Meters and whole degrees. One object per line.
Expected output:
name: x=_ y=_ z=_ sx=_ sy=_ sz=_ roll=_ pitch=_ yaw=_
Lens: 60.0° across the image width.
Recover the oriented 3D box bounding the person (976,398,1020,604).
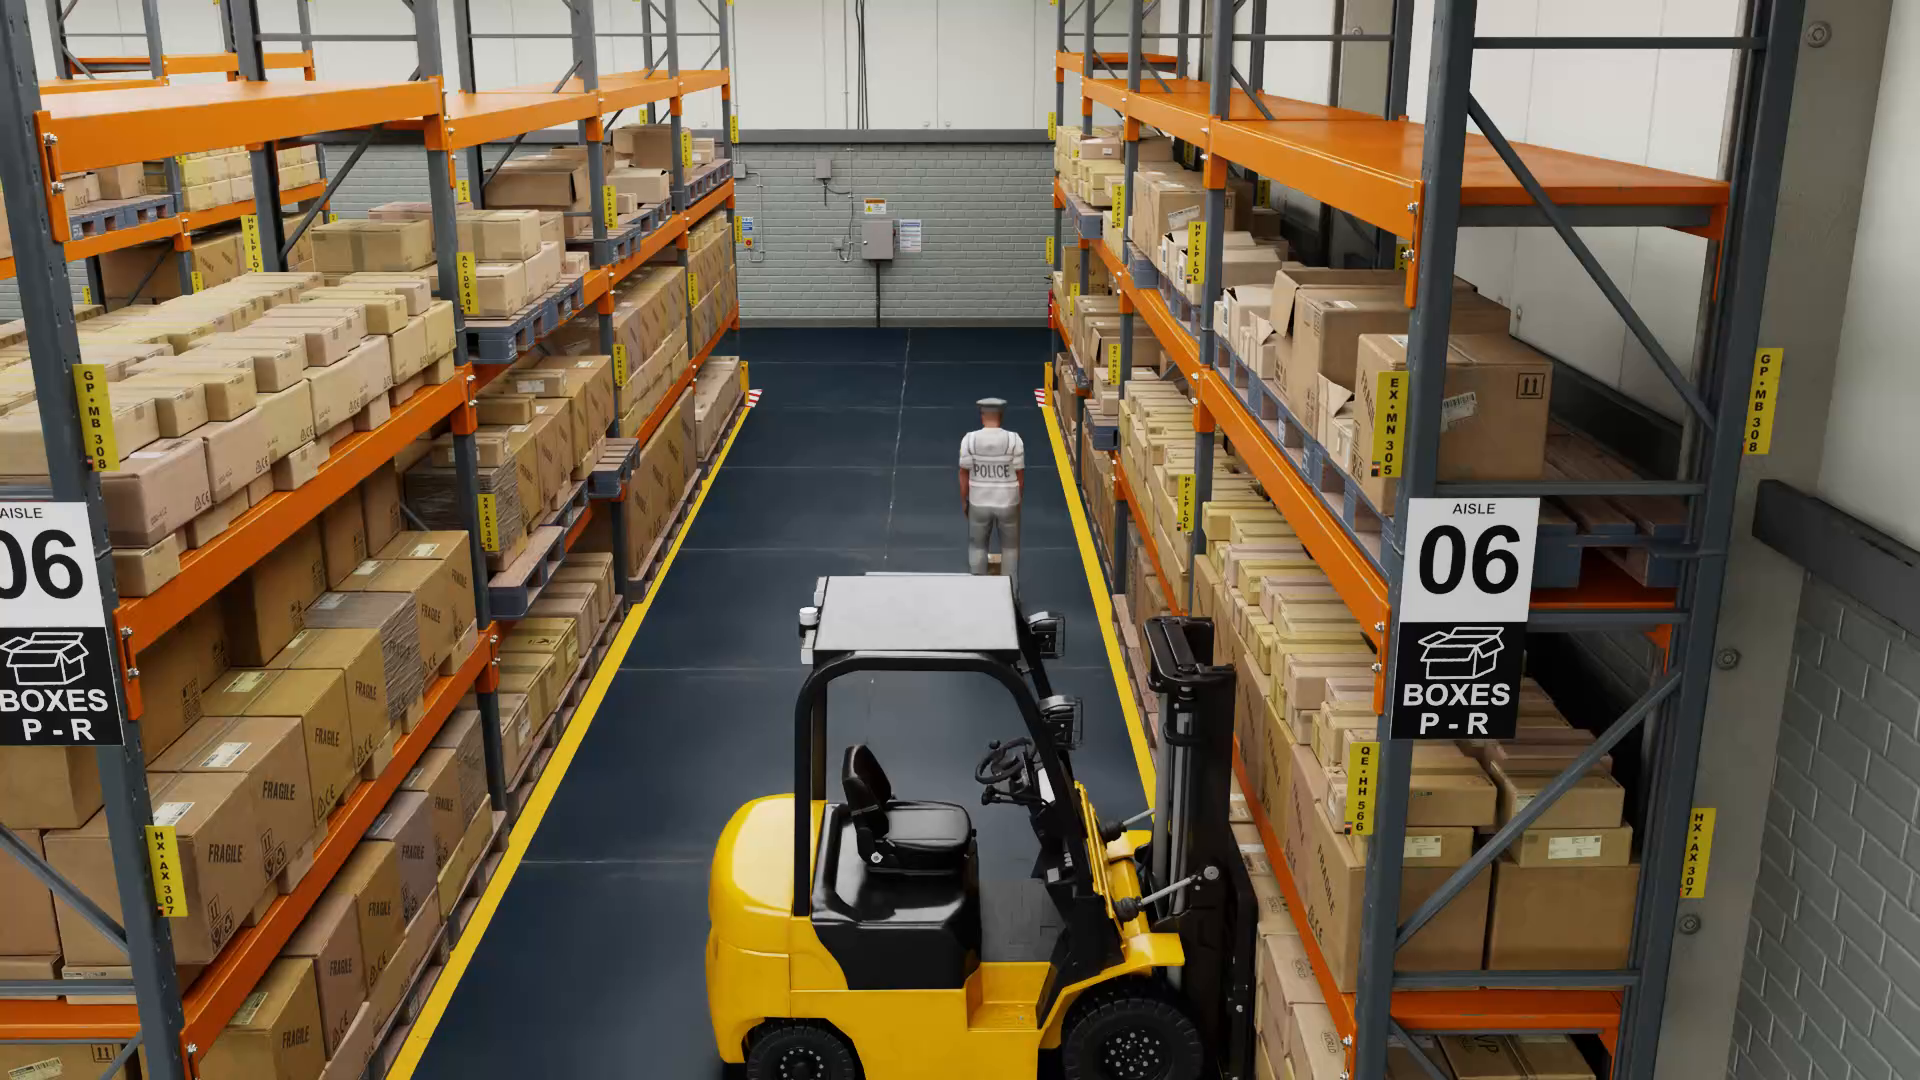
person: x=0.289 y=-0.296 z=13.539 sx=0.416 sy=1.737 sz=0.334 roll=1 pitch=17 yaw=4
